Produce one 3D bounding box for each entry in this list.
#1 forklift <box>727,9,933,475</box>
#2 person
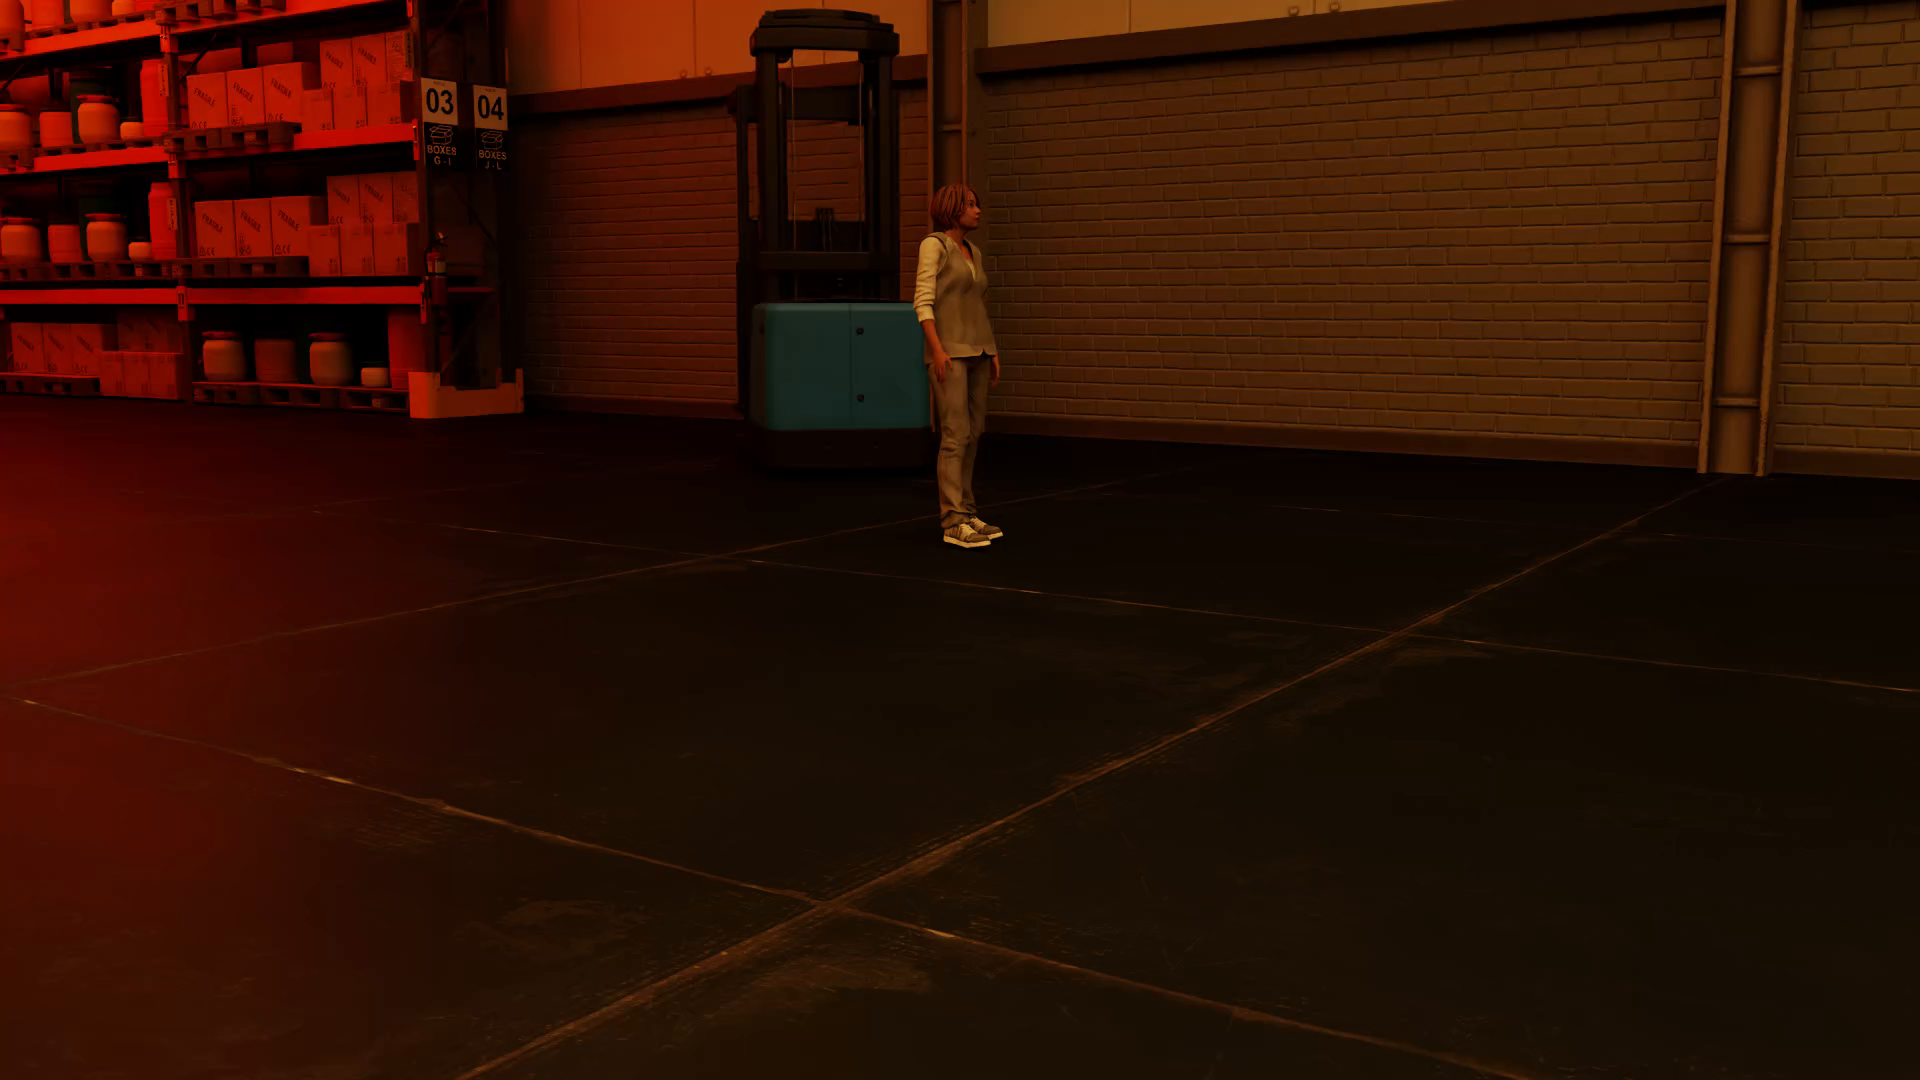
[{"bbox_3d":[-1.004,-2.030,11.468,1.130,2.935,3.031,-2,8,-13],"label":"forklift"},{"bbox_3d":[0.053,-0.790,7.438,0.475,1.596,0.521,5,10,34],"label":"person"}]
